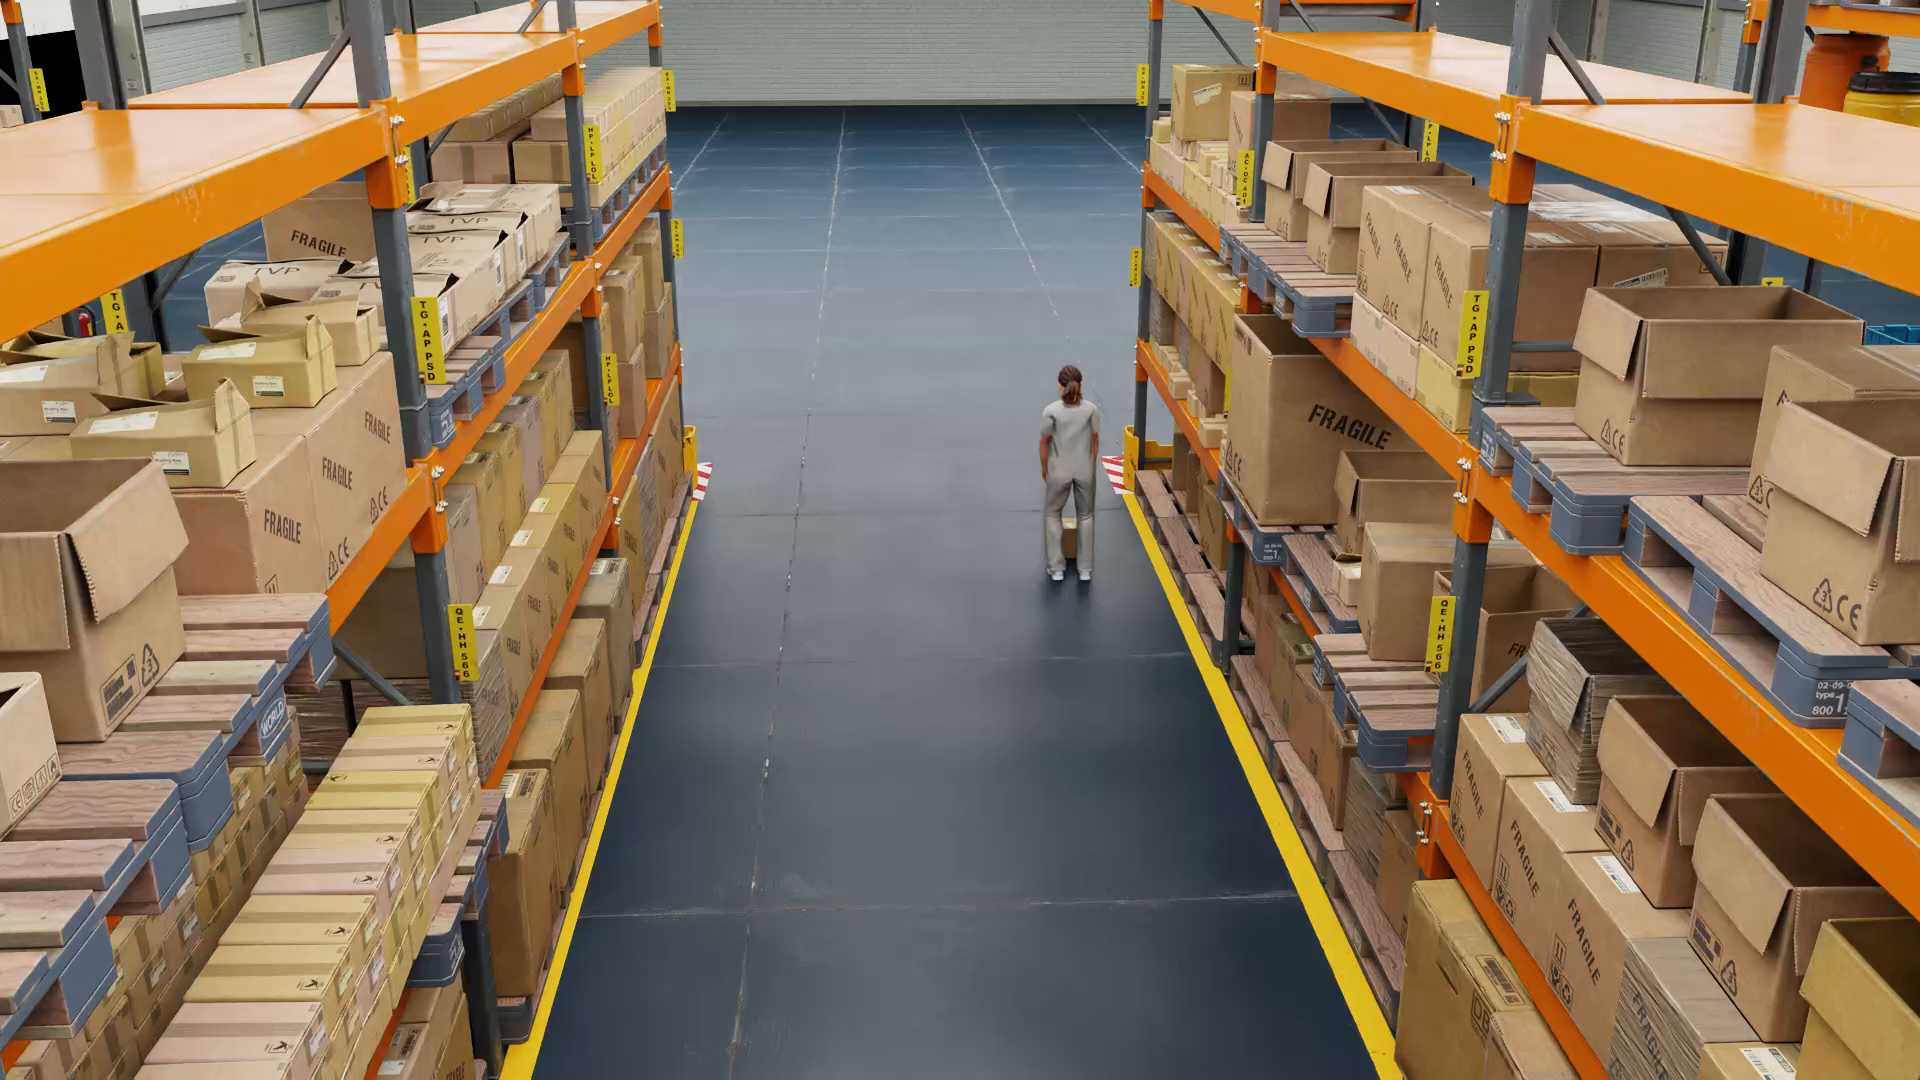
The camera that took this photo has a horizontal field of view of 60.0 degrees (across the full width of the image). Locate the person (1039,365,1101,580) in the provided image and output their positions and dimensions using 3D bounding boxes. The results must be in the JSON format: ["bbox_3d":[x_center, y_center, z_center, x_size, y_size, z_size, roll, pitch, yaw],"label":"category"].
[{"bbox_3d":[0.815,-0.496,12.477,0.458,1.637,0.370,-1,20,-2],"label":"person"}]
